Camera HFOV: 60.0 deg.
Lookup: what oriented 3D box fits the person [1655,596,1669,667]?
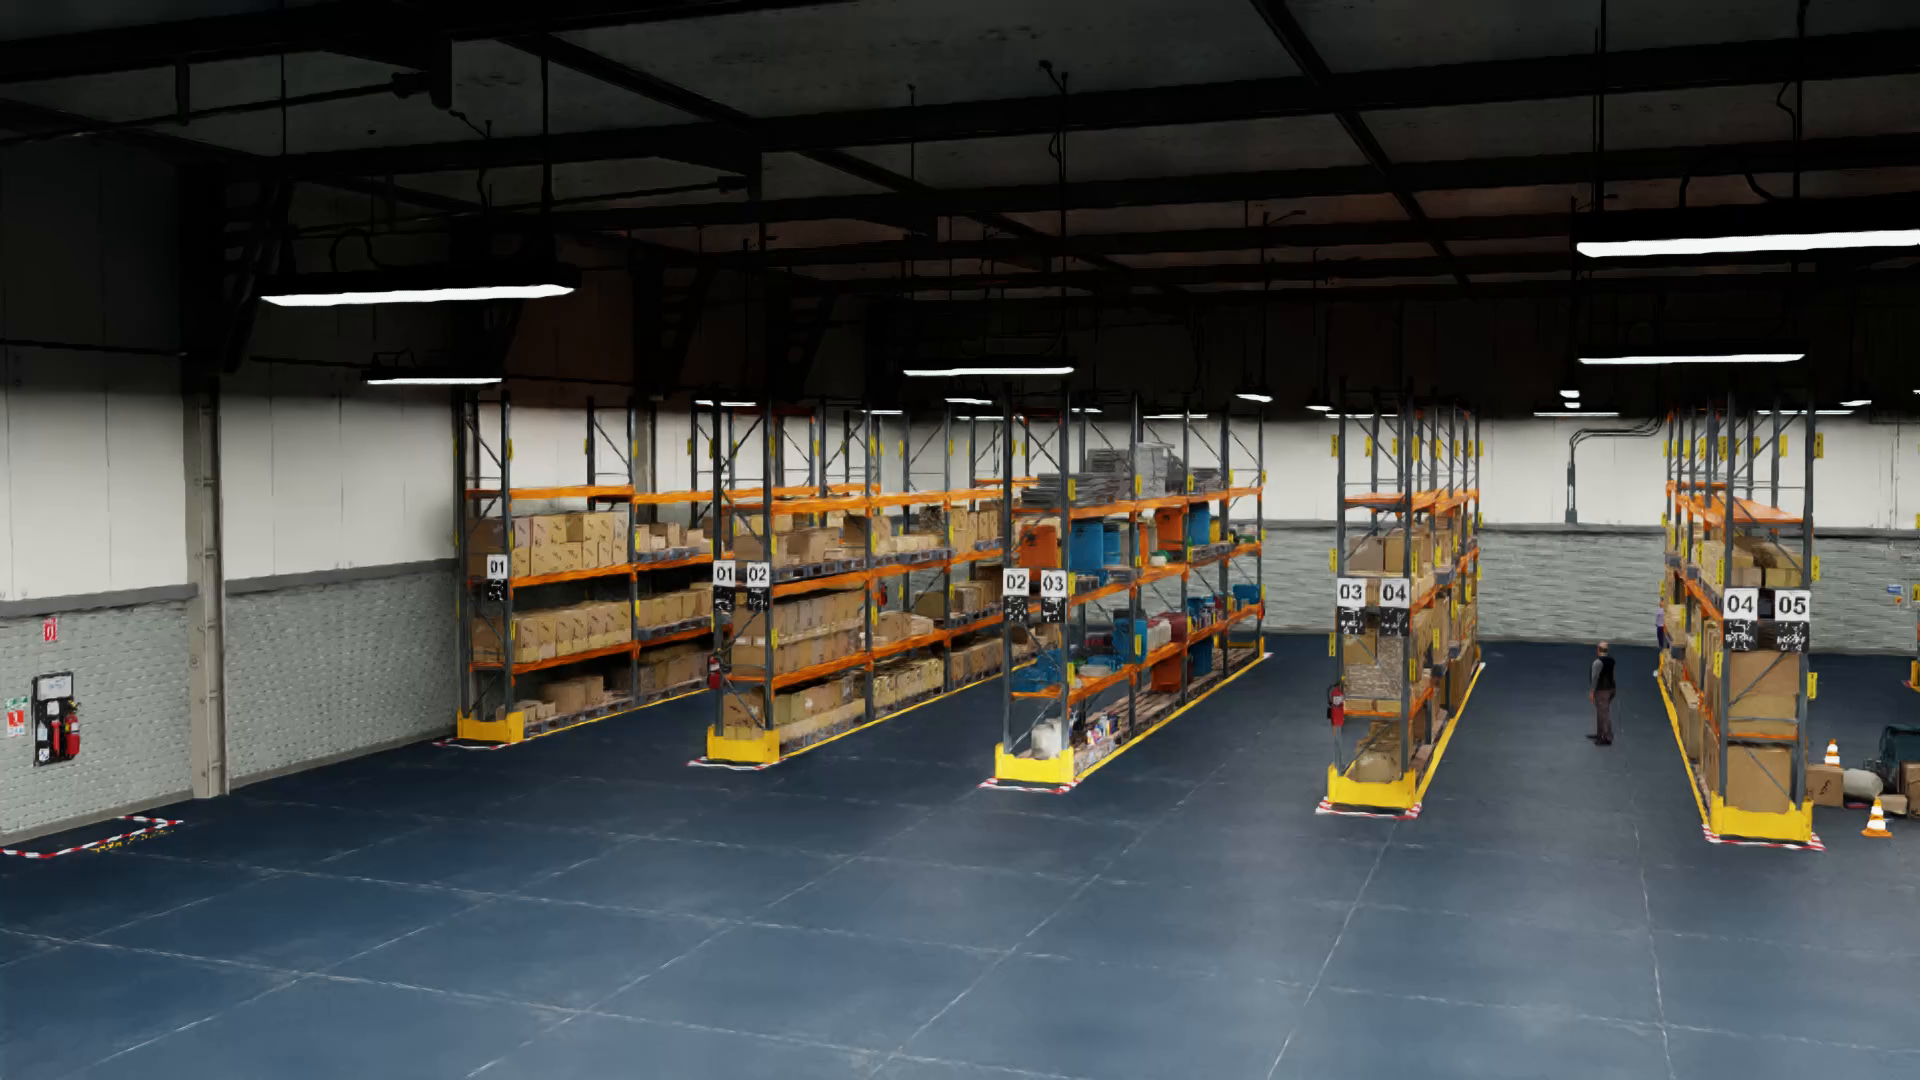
[{"bbox_3d":[16.078,2.097,37.854,0.396,1.629,0.596,-1,3,-9],"label":"person"}]

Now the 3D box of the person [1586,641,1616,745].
[{"bbox_3d":[10.874,2.572,28.230,0.632,1.718,0.581,-3,4,-43],"label":"person"}]
